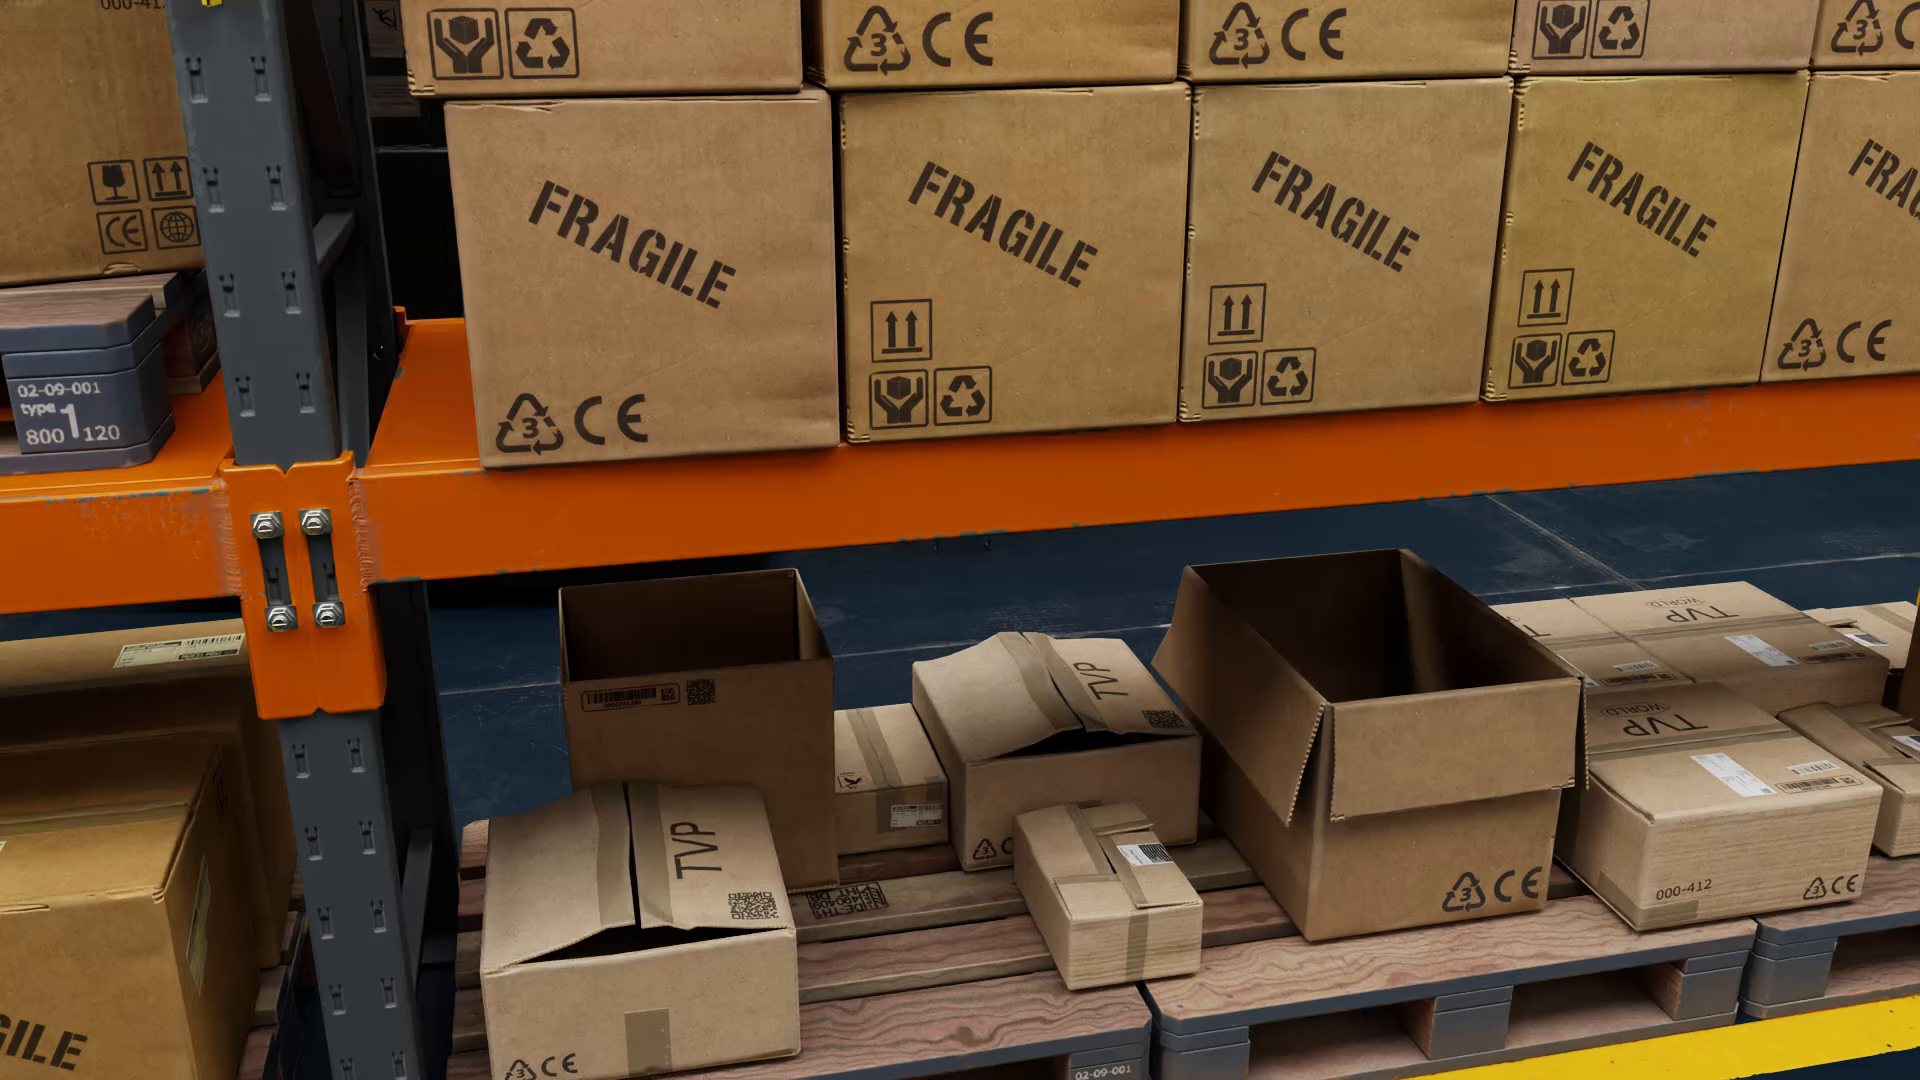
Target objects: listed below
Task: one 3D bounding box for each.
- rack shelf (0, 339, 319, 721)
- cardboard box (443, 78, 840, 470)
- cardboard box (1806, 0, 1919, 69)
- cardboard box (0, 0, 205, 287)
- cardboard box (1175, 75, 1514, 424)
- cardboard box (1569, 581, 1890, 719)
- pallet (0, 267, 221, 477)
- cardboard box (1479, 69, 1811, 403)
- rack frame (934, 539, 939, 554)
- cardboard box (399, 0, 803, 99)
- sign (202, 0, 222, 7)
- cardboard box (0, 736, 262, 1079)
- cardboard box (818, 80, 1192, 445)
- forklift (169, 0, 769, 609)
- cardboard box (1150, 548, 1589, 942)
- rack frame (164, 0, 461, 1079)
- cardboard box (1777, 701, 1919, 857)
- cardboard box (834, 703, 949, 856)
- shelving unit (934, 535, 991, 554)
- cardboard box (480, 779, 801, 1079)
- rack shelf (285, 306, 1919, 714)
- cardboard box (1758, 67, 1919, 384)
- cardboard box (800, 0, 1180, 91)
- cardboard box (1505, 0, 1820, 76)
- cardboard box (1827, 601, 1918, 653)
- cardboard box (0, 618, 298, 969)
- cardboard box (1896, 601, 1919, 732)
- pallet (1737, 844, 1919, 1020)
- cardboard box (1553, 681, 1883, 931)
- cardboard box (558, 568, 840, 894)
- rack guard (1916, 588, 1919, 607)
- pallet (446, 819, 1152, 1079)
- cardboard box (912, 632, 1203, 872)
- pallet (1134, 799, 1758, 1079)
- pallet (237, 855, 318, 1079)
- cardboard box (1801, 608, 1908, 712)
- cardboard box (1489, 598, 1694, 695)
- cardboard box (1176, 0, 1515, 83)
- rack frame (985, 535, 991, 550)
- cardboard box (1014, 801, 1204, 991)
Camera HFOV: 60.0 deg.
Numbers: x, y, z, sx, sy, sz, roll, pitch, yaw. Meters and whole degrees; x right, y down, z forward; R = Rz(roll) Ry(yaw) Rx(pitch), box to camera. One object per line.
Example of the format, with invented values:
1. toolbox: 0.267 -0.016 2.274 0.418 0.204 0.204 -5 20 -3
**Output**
1. rack shelf: -2.972 0.061 2.332 4.000 0.370 1.077 -5 21 -12
2. cardboard box: -0.467 -0.431 2.484 0.500 0.500 0.500 -4 21 -11
3. cardboard box: 1.502 -1.058 2.742 0.500 0.500 0.500 -4 21 -11
4. cardboard box: -1.538 -0.716 2.653 0.500 0.500 0.700 -13 24 -31
5. cardboard box: 0.518 -0.511 2.704 0.500 0.500 0.500 -5 21 -13
6. cardboard box: 1.786 0.321 3.936 0.500 0.250 0.500 -5 21 -12
7. pallet: -1.829 -0.318 2.601 1.213 0.211 1.003 -5 21 -12
8. cardboard box: 1.012 -0.552 2.815 0.500 0.500 0.500 -5 21 -13
9. rack frame: -0.103 -0.555 5.585 0.006 1.200 0.240 -5 21 -12
10. cardboard box: -0.503 -0.894 2.296 0.500 0.500 0.500 -4 21 -11
11. sign: -0.895 -0.793 1.935 0.005 0.325 0.100 -5 21 -12
12. cardboard box: -1.440 0.667 2.626 0.500 0.500 0.500 -5 21 -13
13. cardboard box: 0.030 -0.472 2.598 0.500 0.500 0.500 -4 21 -12
14. forklift: -2.153 -1.344 5.221 3.031 2.935 1.130 -1 20 -2
15. cardboard box: 0.801 0.380 3.405 0.637 0.503 0.797 -5 21 -12
16. rack frame: -1.026 -0.435 2.640 0.127 3.000 1.000 -5 21 -12
17. cardboard box: 1.979 0.500 3.569 0.250 0.166 0.380 -5 21 -12
18. cardboard box: -0.186 0.508 3.573 0.250 0.149 0.380 -5 21 -12
19. shelving unit: -0.014 -0.562 5.605 0.189 1.200 0.258 -5 21 -12
20. cardboard box: -0.568 0.660 2.920 0.500 0.311 0.500 -5 21 -12
21. rack shelf: 0.920 -0.255 3.196 4.000 0.370 1.077 -5 21 -12
22. cardboard box: 1.503 -0.592 2.924 0.500 0.500 0.500 -4 21 -12
23. cardboard box: -0.001 -0.935 2.408 0.500 0.500 0.500 -5 21 -14
24. cardboard box: 1.002 -1.017 2.631 0.500 0.500 0.500 -4 20 -11
25. cardboard box: 2.380 0.299 4.143 0.250 0.149 0.380 -5 21 -12
26. cardboard box: -1.553 0.489 3.113 0.500 0.500 0.500 -6 21 -15
27. cardboard box: 2.394 0.341 3.516 0.500 0.500 0.500 -5 21 -12
28. pallet: 2.017 0.628 3.795 1.213 0.211 1.003 -5 21 -12
29. cardboard box: 1.463 0.524 3.382 0.500 0.250 0.500 -5 21 -12
30. cardboard box: -0.537 0.392 3.377 0.500 0.500 0.500 -5 21 -12
31. rack guard: 2.793 0.428 3.918 0.348 0.500 1.175 -5 21 -12
32. pallet: -0.357 0.821 3.268 1.213 0.211 1.003 -5 21 -12
33. cardboard box: 0.193 0.422 3.572 0.500 0.311 0.500 -5 21 -12
34. pallet: 0.832 0.723 3.535 1.213 0.211 1.003 -5 21 -12
35. pallet: -1.809 0.952 2.910 1.213 0.211 1.003 -5 21 -12
36. cardboard box: 2.137 0.310 4.086 0.250 0.166 0.380 -5 21 -12
37. cardboard box: 1.299 0.360 3.828 0.500 0.250 0.500 -5 21 -12
38. cardboard box: 0.500 -0.976 2.518 0.500 0.500 0.500 -5 21 -14
39. rack frame: 0.075 -0.569 5.625 0.006 1.200 0.240 -5 21 -12
40. cardboard box: 0.272 0.656 3.141 0.250 0.166 0.380 -5 21 -12
